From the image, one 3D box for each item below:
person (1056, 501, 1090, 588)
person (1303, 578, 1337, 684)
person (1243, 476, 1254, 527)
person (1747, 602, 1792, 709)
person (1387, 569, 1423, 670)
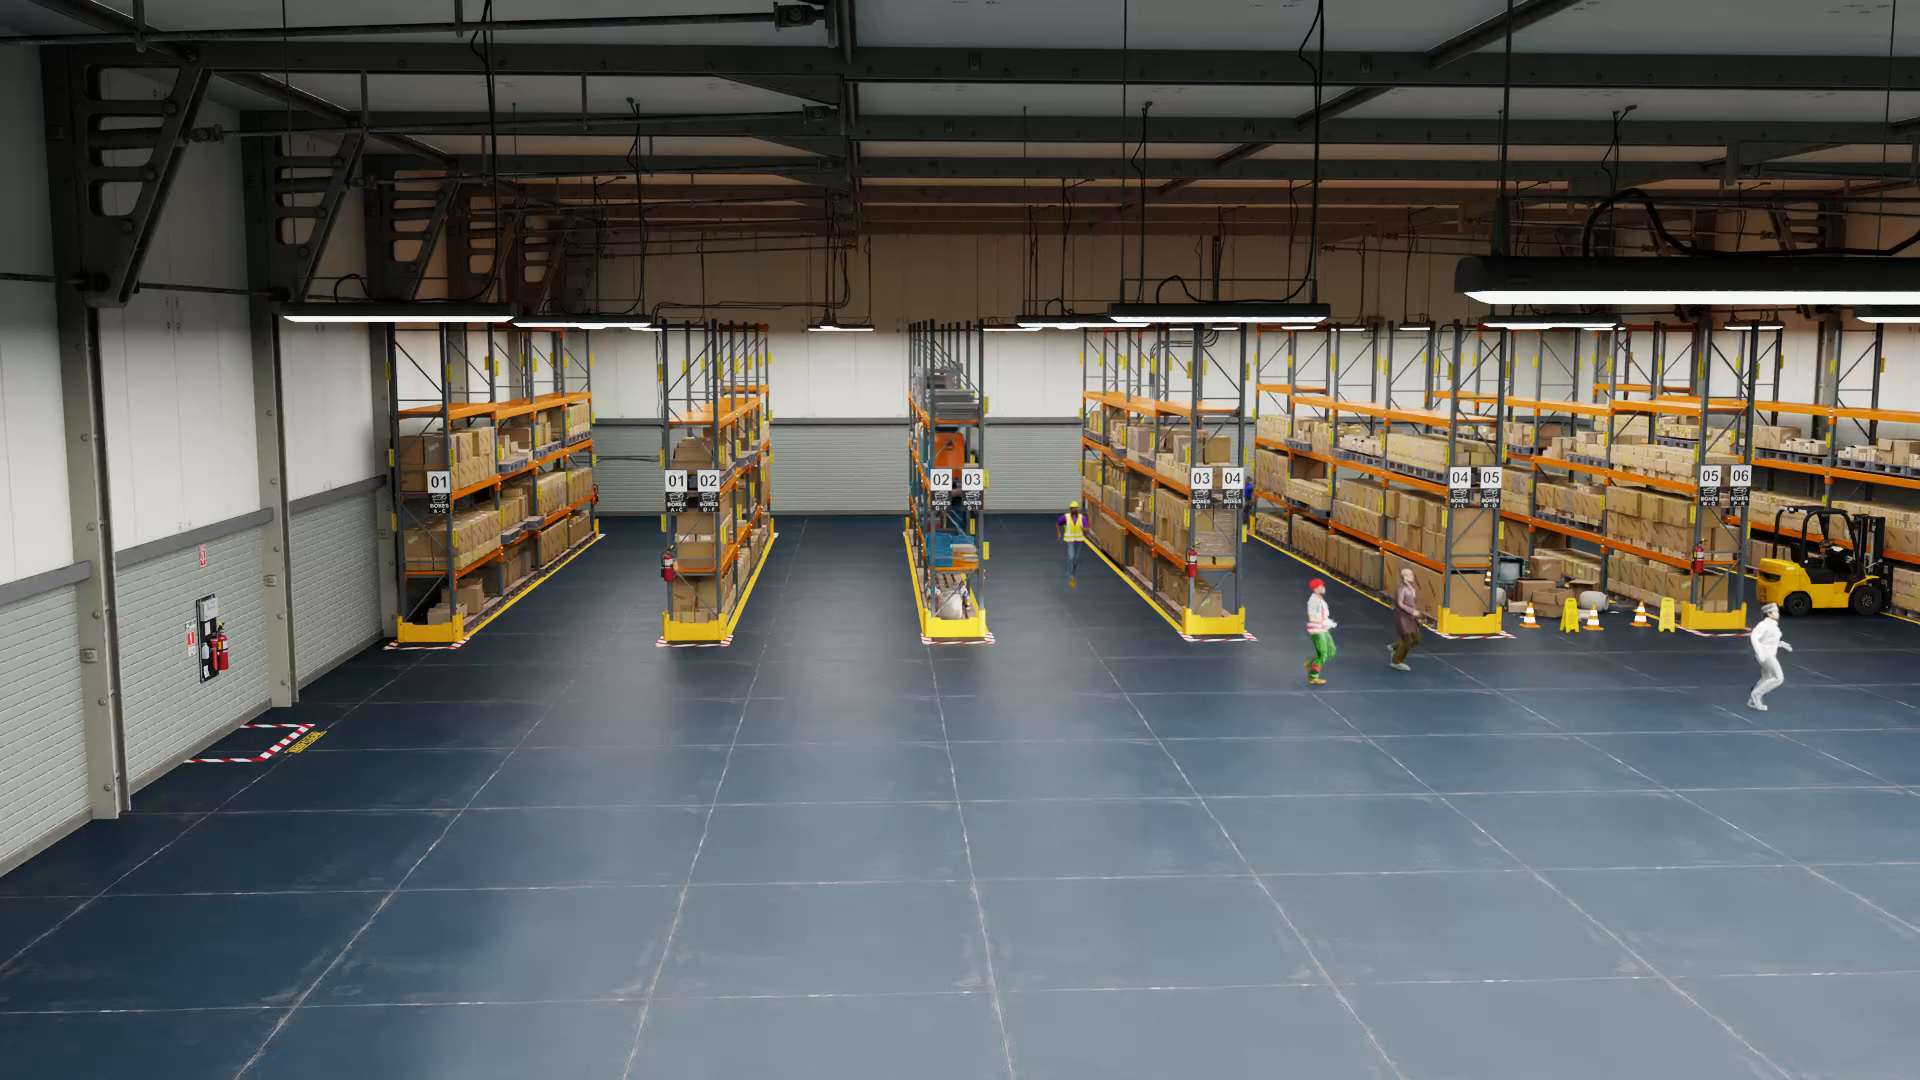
[{"bbox_3d":[2.478,0.078,36.228,0.677,1.846,0.768,-2,7,-13],"label":"person"},{"bbox_3d":[5.910,1.496,27.241,0.598,1.740,0.648,3,8,25],"label":"person"},{"bbox_3d":[8.504,-1.116,49.151,0.643,1.573,0.740,0,7,-2],"label":"person"},{"bbox_3d":[12.369,1.769,25.371,0.558,1.662,0.623,5,8,32],"label":"person"},{"bbox_3d":[7.646,1.355,28.523,0.650,1.750,0.746,4,8,31],"label":"person"}]
